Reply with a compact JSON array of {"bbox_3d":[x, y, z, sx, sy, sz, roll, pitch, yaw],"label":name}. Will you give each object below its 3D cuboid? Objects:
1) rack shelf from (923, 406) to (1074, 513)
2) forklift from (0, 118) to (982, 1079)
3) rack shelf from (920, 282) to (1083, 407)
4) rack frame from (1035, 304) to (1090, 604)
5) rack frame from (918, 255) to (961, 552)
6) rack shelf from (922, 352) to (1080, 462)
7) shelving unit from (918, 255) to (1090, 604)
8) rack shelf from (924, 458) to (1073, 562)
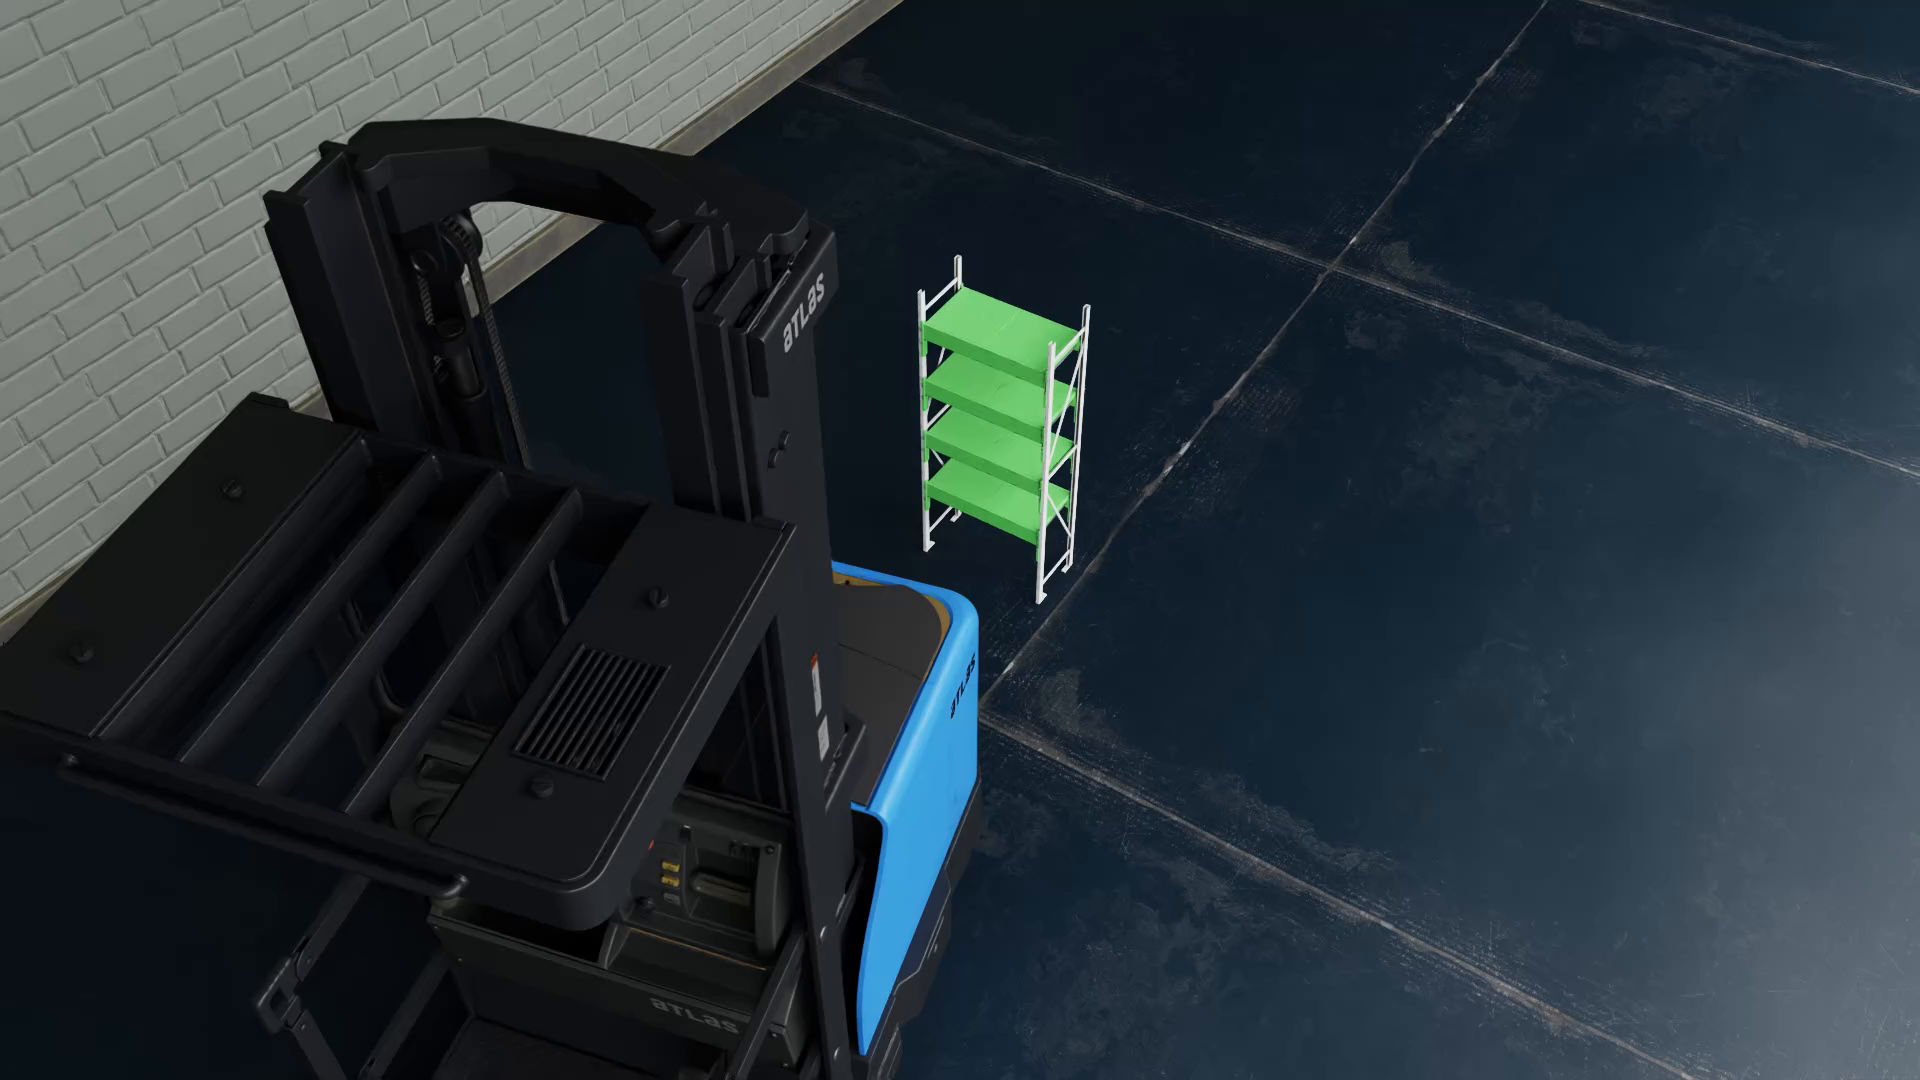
[{"bbox_3d":[0.139,-0.310,5.803,0.480,0.148,0.258,25,51,22],"label":"rack shelf"},{"bbox_3d":[-0.884,0.774,3.454,1.130,2.935,3.031,14,47,13],"label":"forklift"},{"bbox_3d":[0.139,-0.644,5.459,0.480,0.148,0.258,25,51,22],"label":"rack shelf"},{"bbox_3d":[0.345,-0.260,5.666,0.015,1.200,0.240,25,51,22],"label":"rack frame"},{"bbox_3d":[-0.066,-0.449,5.849,0.015,1.200,0.240,25,51,22],"label":"rack frame"},{"bbox_3d":[0.139,-0.477,5.631,0.480,0.148,0.258,25,51,22],"label":"rack shelf"},{"bbox_3d":[0.139,-0.354,5.757,0.503,1.200,0.258,25,51,22],"label":"shelving unit"},{"bbox_3d":[0.139,-0.142,5.975,0.480,0.148,0.258,25,51,22],"label":"rack shelf"}]
